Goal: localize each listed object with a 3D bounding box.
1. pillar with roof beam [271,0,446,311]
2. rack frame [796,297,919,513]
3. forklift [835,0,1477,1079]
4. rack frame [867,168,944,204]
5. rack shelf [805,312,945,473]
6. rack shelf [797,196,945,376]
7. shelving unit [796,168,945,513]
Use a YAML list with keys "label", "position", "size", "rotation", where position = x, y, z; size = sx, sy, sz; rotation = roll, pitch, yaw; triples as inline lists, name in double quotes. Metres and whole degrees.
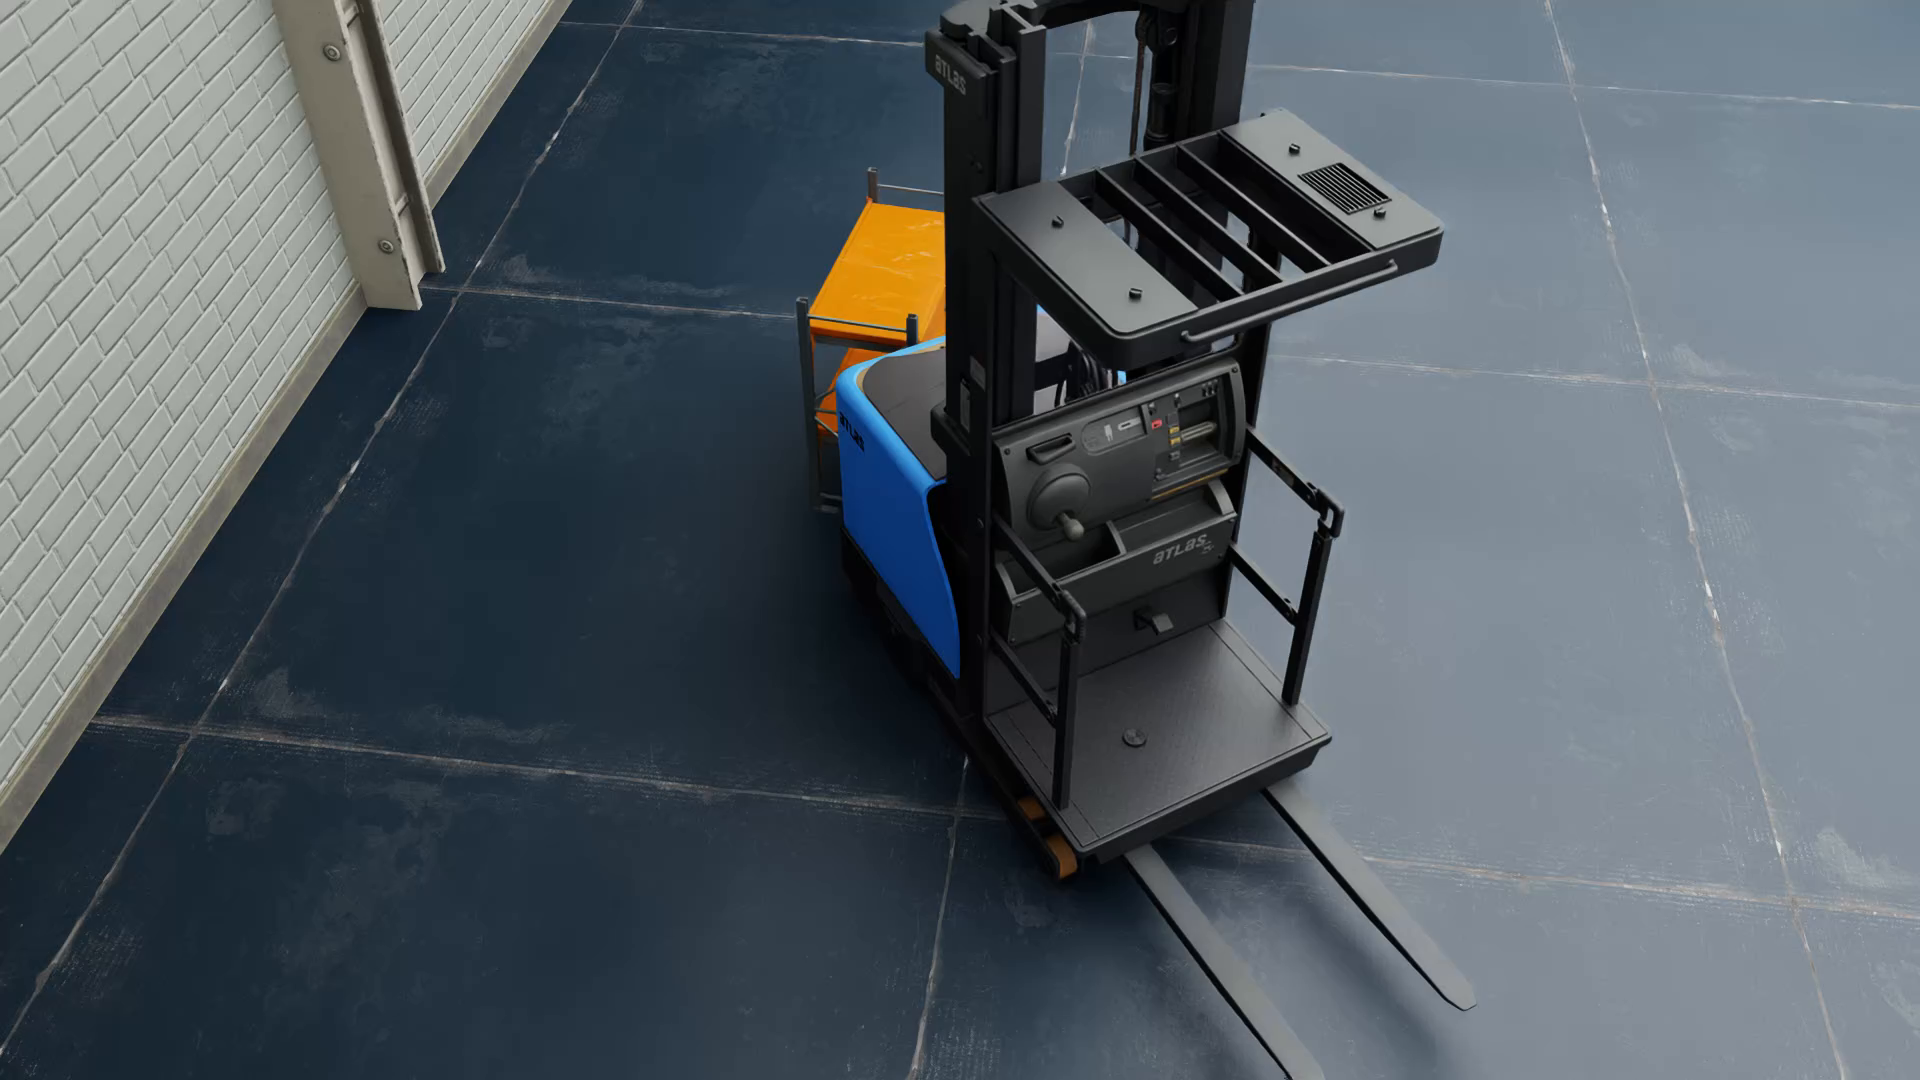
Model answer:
- label: "pillar with roof beam"
  position: [1.369, -4.200, 5.163]
  size: [9.100, 9.000, 0.400]
  rotation: [5, 44, 6]
- label: "rack frame"
  position: [-0.410, -0.516, 6.999]
  size: [0.500, 1.125, 0.032]
  rotation: [10, 44, 10]
- label: "forklift"
  position: [0.652, -0.208, 5.360]
  size: [1.130, 2.935, 3.031]
  rotation: [-21, 47, -20]
- label: "rack frame"
  position: [-0.164, -1.194, 7.715]
  size: [0.500, 1.125, 0.032]
  rotation: [10, 44, 10]
- label: "rack shelf"
  position: [-0.287, -0.677, 7.525]
  size: [0.538, 0.278, 1.000]
  rotation: [10, 44, 10]
- label: "rack shelf"
  position: [-0.287, -1.067, 7.156]
  size: [0.538, 0.278, 1.000]
  rotation: [10, 44, 10]
- label: "shelving unit"
  position: [-0.287, -0.855, 7.357]
  size: [0.538, 1.125, 1.048]
  rotation: [10, 44, 10]
